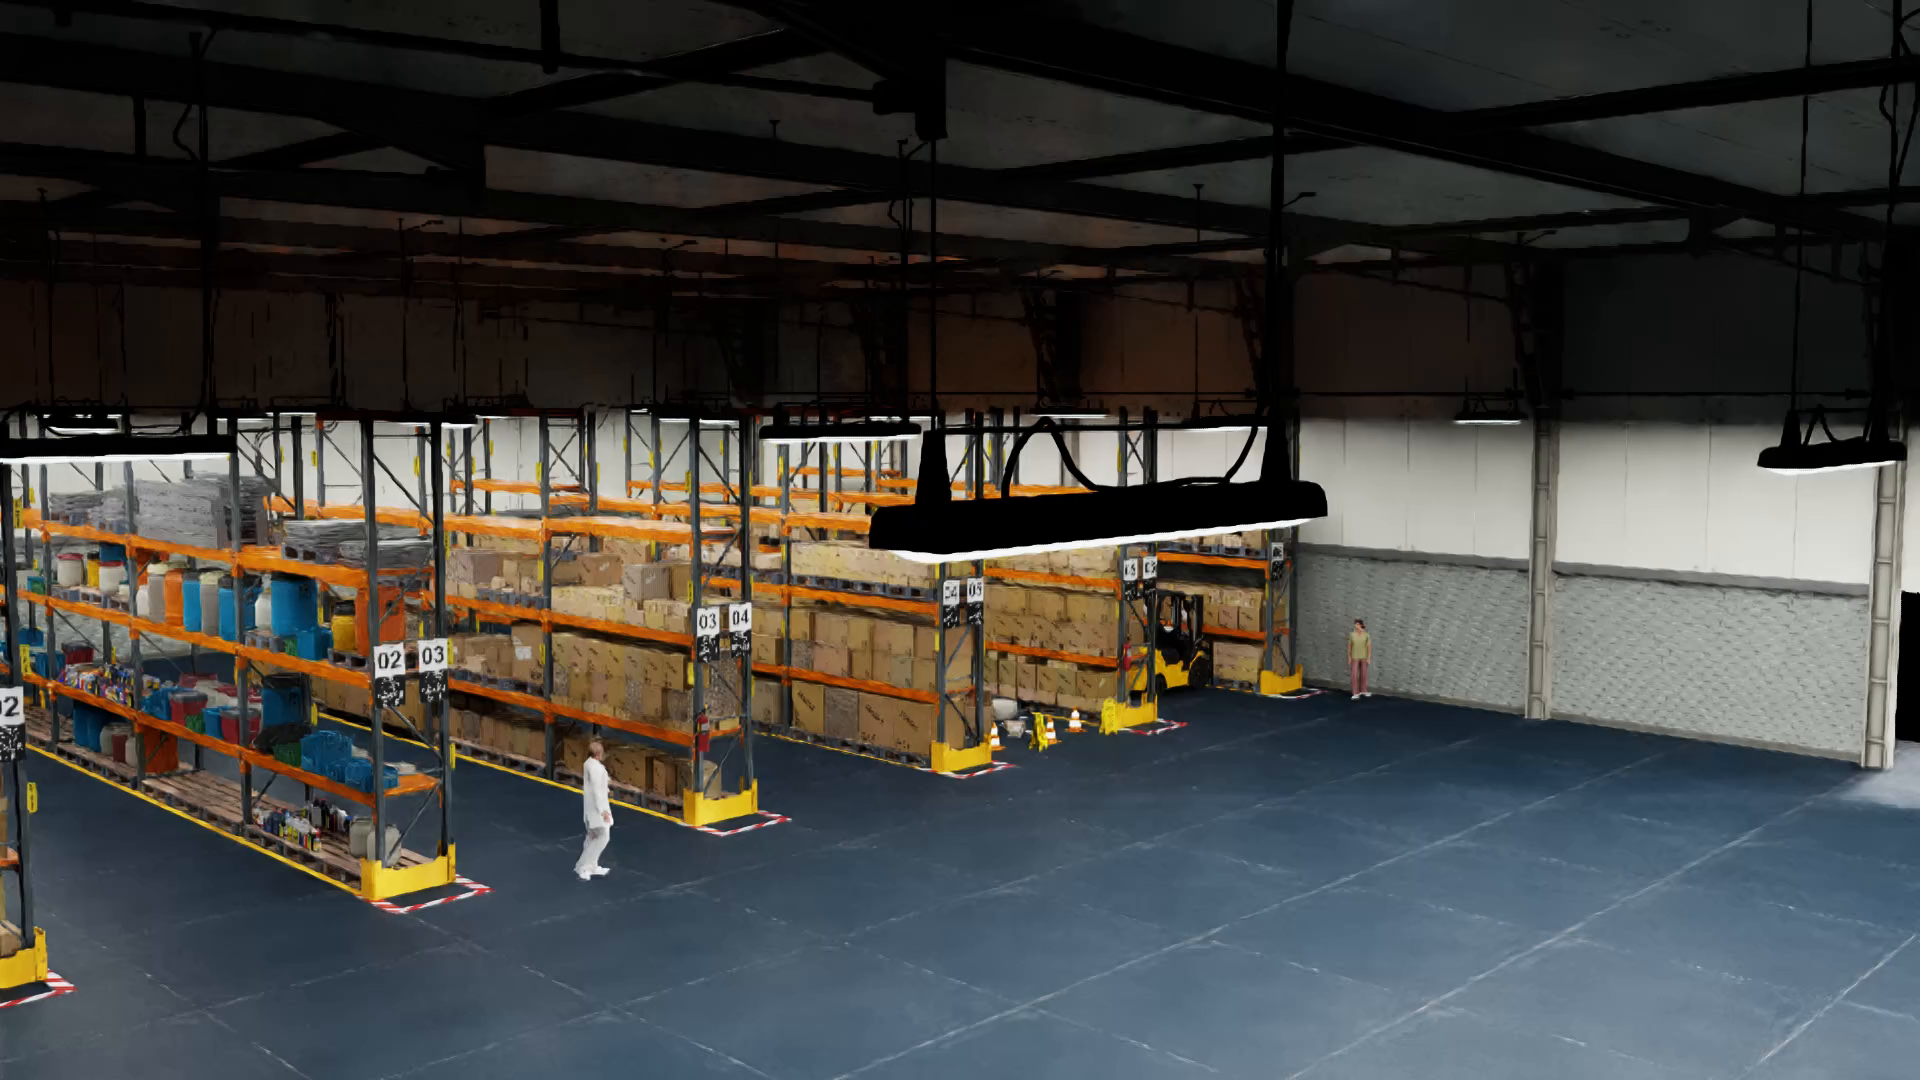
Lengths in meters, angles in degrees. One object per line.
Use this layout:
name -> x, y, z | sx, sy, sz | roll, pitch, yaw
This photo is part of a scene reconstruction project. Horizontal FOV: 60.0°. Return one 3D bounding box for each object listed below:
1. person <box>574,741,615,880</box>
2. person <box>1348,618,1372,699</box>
person -> -4.784, 3.516, 21.667 | 0.520, 1.770, 0.759 | -2, 5, -19
person -> 8.314, 2.450, 34.535 | 0.507, 1.666, 0.572 | 1, 5, 9
